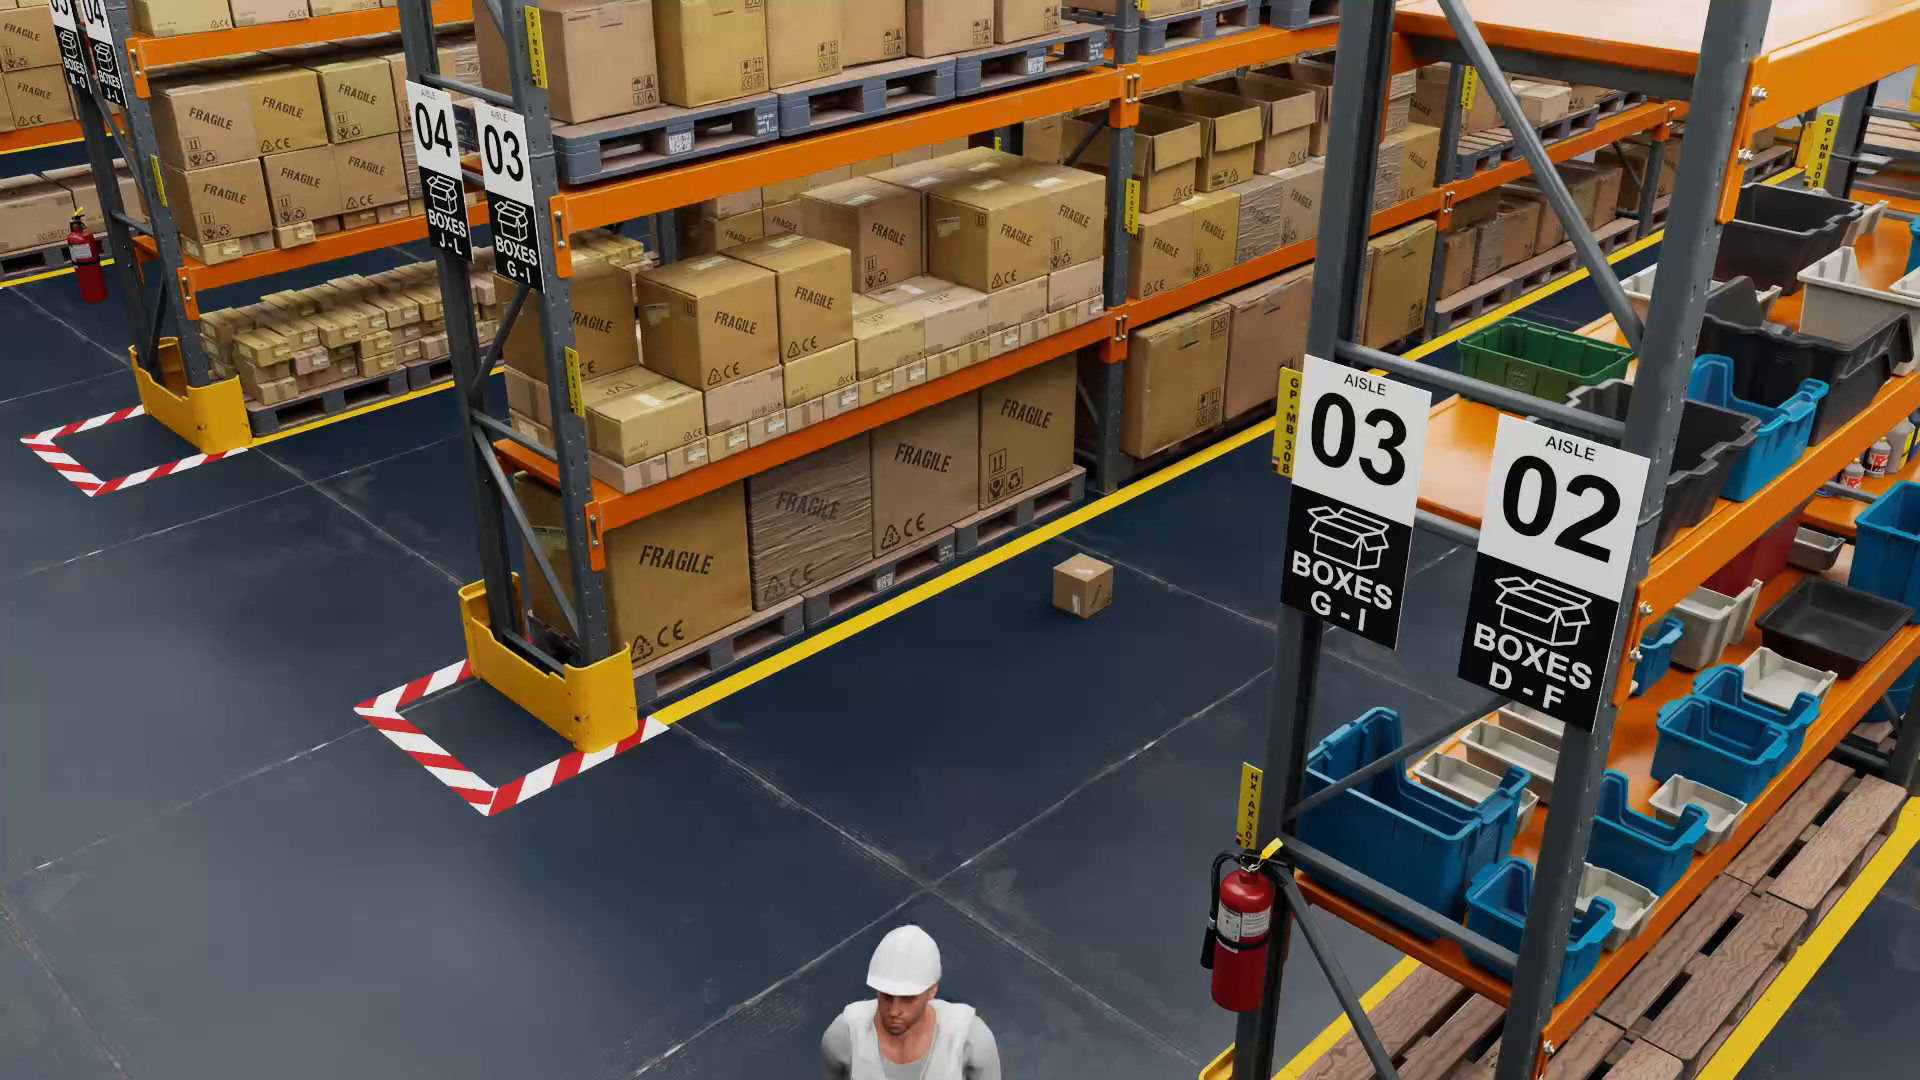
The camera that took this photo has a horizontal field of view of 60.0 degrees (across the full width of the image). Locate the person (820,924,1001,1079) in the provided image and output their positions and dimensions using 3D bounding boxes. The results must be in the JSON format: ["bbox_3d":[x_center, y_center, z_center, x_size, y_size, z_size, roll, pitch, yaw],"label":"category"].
[{"bbox_3d":[-0.137,1.934,4.885,0.534,1.753,0.948,0,28,-1],"label":"person"}]
